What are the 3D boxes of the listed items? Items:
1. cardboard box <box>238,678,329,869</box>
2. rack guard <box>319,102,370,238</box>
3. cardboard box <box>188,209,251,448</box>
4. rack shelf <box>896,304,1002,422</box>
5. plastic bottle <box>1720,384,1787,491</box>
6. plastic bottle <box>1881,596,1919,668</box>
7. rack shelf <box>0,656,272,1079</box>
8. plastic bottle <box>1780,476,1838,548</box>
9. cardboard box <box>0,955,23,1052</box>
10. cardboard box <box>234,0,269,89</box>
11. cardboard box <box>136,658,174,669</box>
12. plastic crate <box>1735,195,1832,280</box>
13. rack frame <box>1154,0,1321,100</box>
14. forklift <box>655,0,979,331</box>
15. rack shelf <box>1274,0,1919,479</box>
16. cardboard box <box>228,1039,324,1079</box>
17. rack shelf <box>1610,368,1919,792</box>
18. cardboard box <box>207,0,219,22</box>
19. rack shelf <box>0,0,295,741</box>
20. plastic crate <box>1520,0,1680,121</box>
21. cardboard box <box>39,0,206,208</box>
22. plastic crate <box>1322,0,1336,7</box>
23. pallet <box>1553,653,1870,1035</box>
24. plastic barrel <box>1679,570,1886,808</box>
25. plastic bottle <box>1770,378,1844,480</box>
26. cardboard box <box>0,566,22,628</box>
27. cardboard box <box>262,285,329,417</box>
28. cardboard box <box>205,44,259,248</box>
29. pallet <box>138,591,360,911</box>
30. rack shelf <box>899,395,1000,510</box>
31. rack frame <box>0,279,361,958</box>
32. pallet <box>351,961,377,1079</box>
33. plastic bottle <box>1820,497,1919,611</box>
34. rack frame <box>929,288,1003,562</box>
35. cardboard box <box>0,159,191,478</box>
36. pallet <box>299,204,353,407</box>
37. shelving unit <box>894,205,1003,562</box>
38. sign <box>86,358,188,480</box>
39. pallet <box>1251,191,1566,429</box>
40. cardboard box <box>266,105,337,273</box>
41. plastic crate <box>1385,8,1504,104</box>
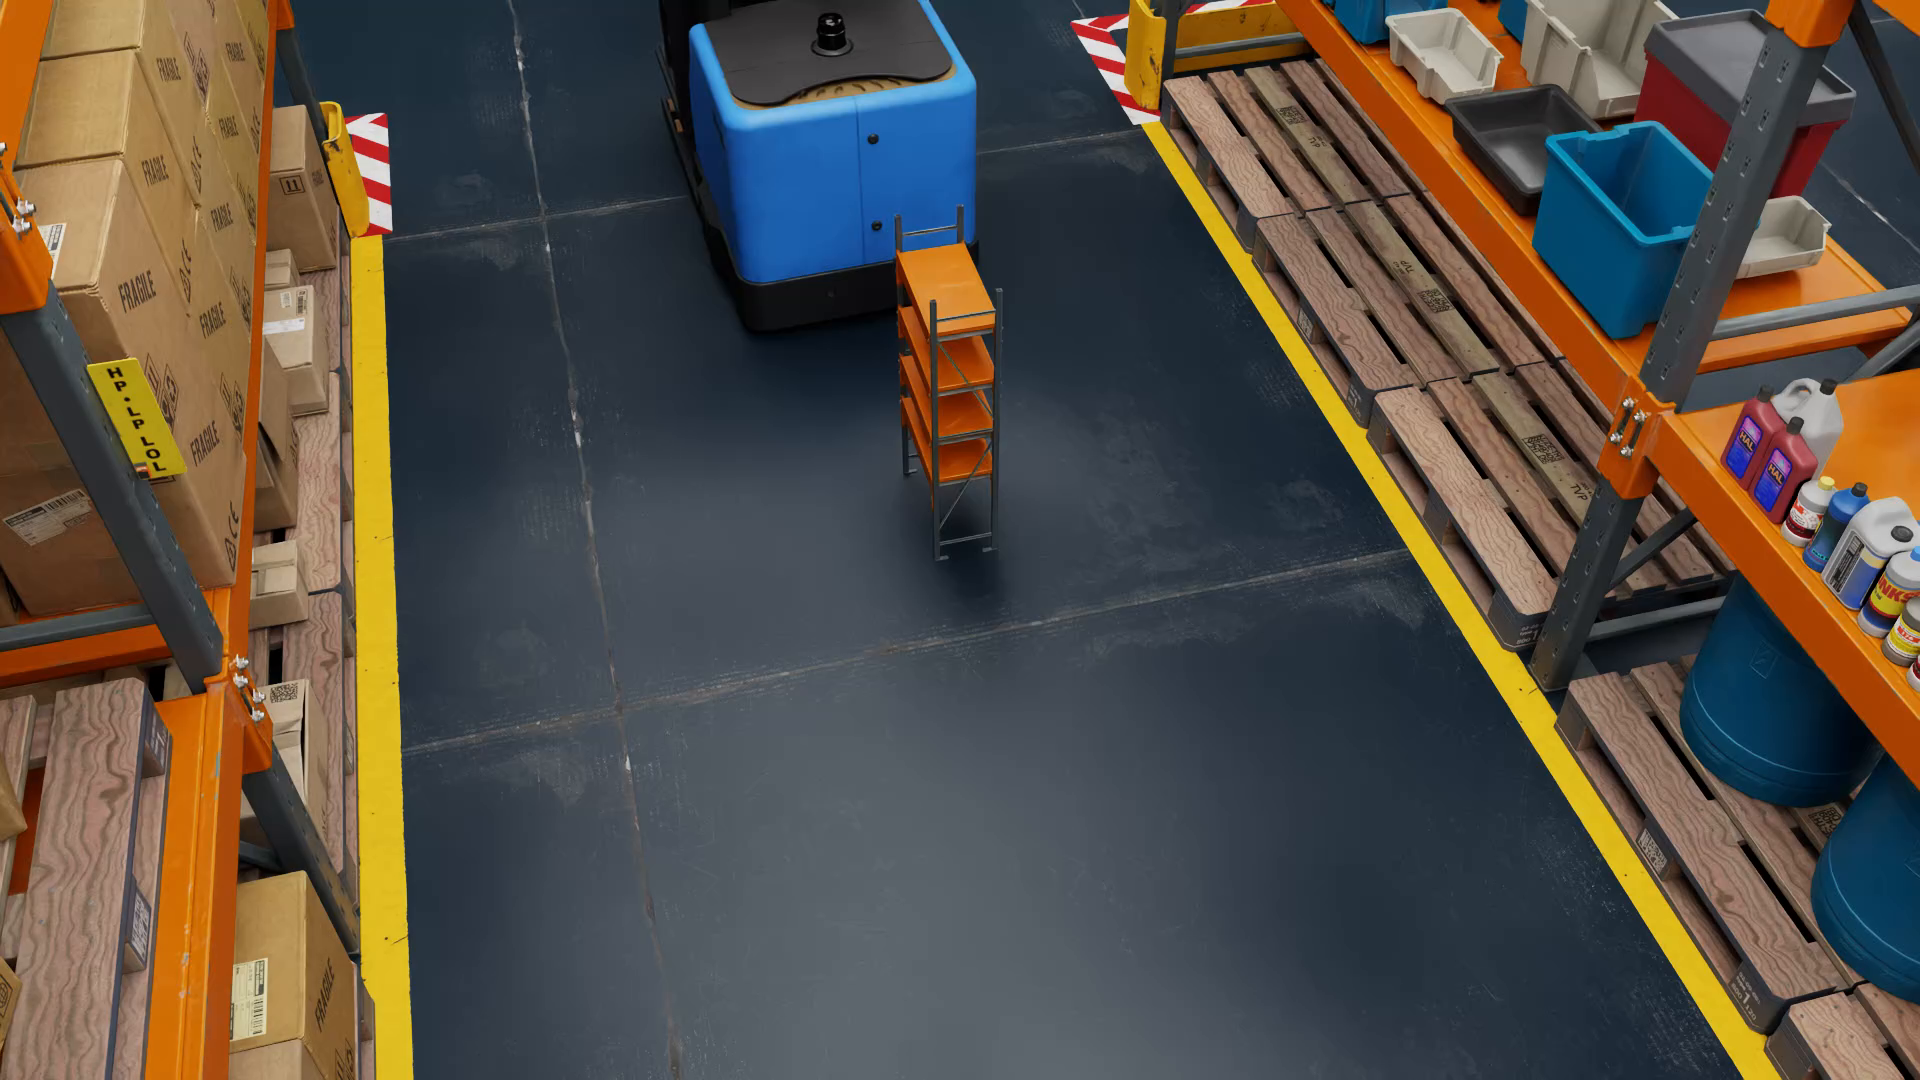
[{"bbox_3d":[-2.208,0.709,5.030,0.500,0.311,0.500,-11,47,-10],"label":"cardboard box"},{"bbox_3d":[-3.314,-1.583,7.451,1.175,0.500,0.348,-11,47,-10],"label":"rack guard"},{"bbox_3d":[-2.311,-0.538,4.607,0.500,0.500,0.500,-10,46,-10],"label":"cardboard box"},{"bbox_3d":[-0.042,-0.644,5.822,0.258,0.148,0.480,-11,47,-10],"label":"rack shelf"},{"bbox_3d":[2.161,-0.280,4.506,0.061,0.283,0.133,-11,47,-10],"label":"plastic bottle"},{"bbox_3d":[2.352,0.212,4.081,0.097,0.201,0.097,0,46,0],"label":"plastic bottle"},{"bbox_3d":[-1.798,1.884,2.807,1.077,0.370,4.000,-11,47,-10],"label":"rack shelf"},{"bbox_3d":[2.242,-0.083,4.370,0.097,0.201,0.097,0,46,0],"label":"plastic bottle"},{"bbox_3d":[-2.167,0.900,2.903,0.700,0.500,0.500,-4,46,-4],"label":"cardboard box"},{"bbox_3d":[-2.820,-1.928,5.970,0.500,0.500,0.500,-10,46,-10],"label":"cardboard box"},{"bbox_3d":[-2.922,0.179,5.549,0.500,0.311,0.500,-11,47,-10],"label":"cardboard box"},{"bbox_3d":[2.499,-0.928,5.202,0.396,0.136,0.243,-11,47,-10],"label":"plastic crate"},{"bbox_3d":[1.456,-3.414,7.495,1.000,3.000,0.127,-11,47,-10],"label":"rack frame"},{"bbox_3d":[-0.836,-2.981,7.119,1.130,2.935,3.031,-12,47,-12],"label":"forklift"},{"bbox_3d":[1.968,-1.781,6.399,1.077,0.370,4.000,-11,47,-10],"label":"rack shelf"},{"bbox_3d":[-1.788,1.603,4.021,0.500,0.500,0.500,-11,47,-10],"label":"cardboard box"},{"bbox_3d":[2.992,0.981,3.692,1.077,0.370,4.000,-11,47,-10],"label":"rack shelf"},{"bbox_3d":[-2.687,-1.933,5.274,0.500,0.500,0.500,-10,46,-9],"label":"cardboard box"},{"bbox_3d":[-2.822,-0.878,5.514,1.077,0.370,4.000,-11,47,-10],"label":"rack shelf"},{"bbox_3d":[2.267,-1.719,5.876,0.437,0.282,0.530,-11,47,-10],"label":"plastic crate"},{"bbox_3d":[-2.422,-1.222,4.577,0.500,0.500,0.500,-12,47,-11],"label":"cardboard box"},{"bbox_3d":[1.538,-2.236,6.417,0.416,0.233,0.300,-11,47,-10],"label":"plastic crate"},{"bbox_3d":[2.637,0.864,5.255,1.003,0.211,1.213,-11,47,-10],"label":"pallet"},{"bbox_3d":[2.602,0.314,5.017,0.600,0.901,0.708,-11,47,-10],"label":"plastic barrel"},{"bbox_3d":[2.267,-0.304,4.483,0.144,0.351,0.185,-11,47,-10],"label":"plastic bottle"},{"bbox_3d":[-2.686,-0.082,4.160,0.500,0.500,0.500,-10,46,-10],"label":"cardboard box"},{"bbox_3d":[-2.742,-0.710,6.463,0.500,0.250,0.500,-11,47,-10],"label":"cardboard box"},{"bbox_3d":[-2.568,-1.235,5.290,0.500,0.500,0.500,-11,47,-11],"label":"cardboard box"},{"bbox_3d":[-2.485,0.753,5.364,1.003,0.211,1.213,-11,47,-10],"label":"pallet"},{"bbox_3d":[-0.042,-0.348,6.123,0.258,0.148,0.480,-11,47,-10],"label":"rack shelf"},{"bbox_3d":[-2.310,0.251,3.904,1.000,3.000,0.127,-11,47,-10],"label":"rack frame"},{"bbox_3d":[-2.065,1.782,4.356,1.003,0.211,1.213,-11,47,-10],"label":"pallet"},{"bbox_3d":[2.323,0.033,4.204,0.152,0.276,0.135,-11,47,-10],"label":"plastic bottle"},{"bbox_3d":[0.020,-0.366,5.768,0.240,1.200,0.015,-11,47,-10],"label":"rack frame"},{"bbox_3d":[-2.158,-0.511,3.880,0.500,0.500,0.500,-10,46,-9],"label":"cardboard box"},{"bbox_3d":[-3.109,-0.932,7.015,1.003,0.211,1.213,-11,47,-10],"label":"pallet"},{"bbox_3d":[-0.042,-0.534,5.933,0.258,1.200,0.503,-11,47,-10],"label":"shelving unit"},{"bbox_3d":[-1.774,-0.258,3.592,0.100,0.325,0.005,-11,47,-10],"label":"sign"},{"bbox_3d":[1.938,-1.020,7.102,1.003,0.211,1.213,-11,47,-10],"label":"pallet"},{"bbox_3d":[-2.956,-1.459,7.022,0.500,0.500,0.500,-11,47,-10],"label":"cardboard box"},{"bbox_3d":[1.743,-1.728,5.986,0.293,0.136,0.466,-11,47,-10],"label":"plastic crate"}]
